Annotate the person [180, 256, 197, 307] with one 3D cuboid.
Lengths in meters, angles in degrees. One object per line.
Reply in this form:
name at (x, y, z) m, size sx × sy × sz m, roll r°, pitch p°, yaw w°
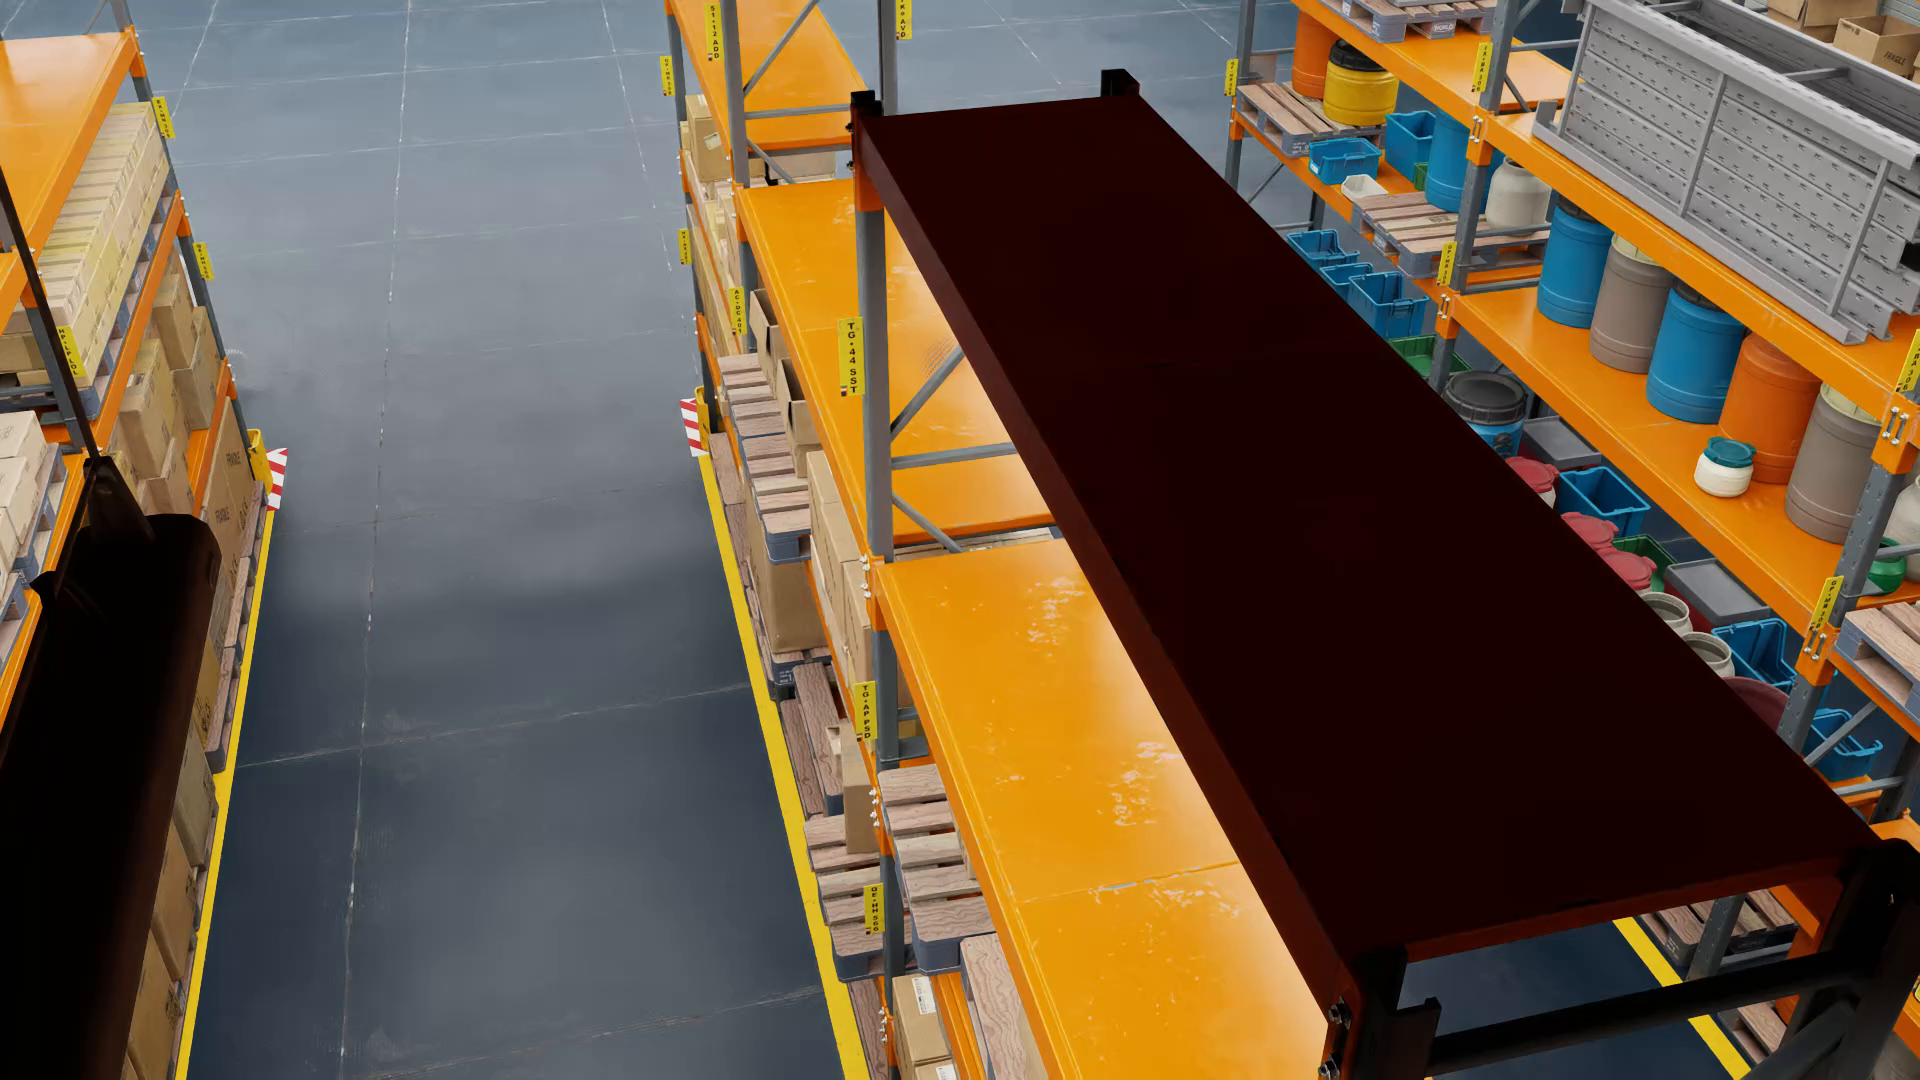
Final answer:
person at (-7.478, -2.170, 15.829) m, size 0.546 × 1.750 × 0.376 m, roll 21°, pitch 39°, yaw 27°
